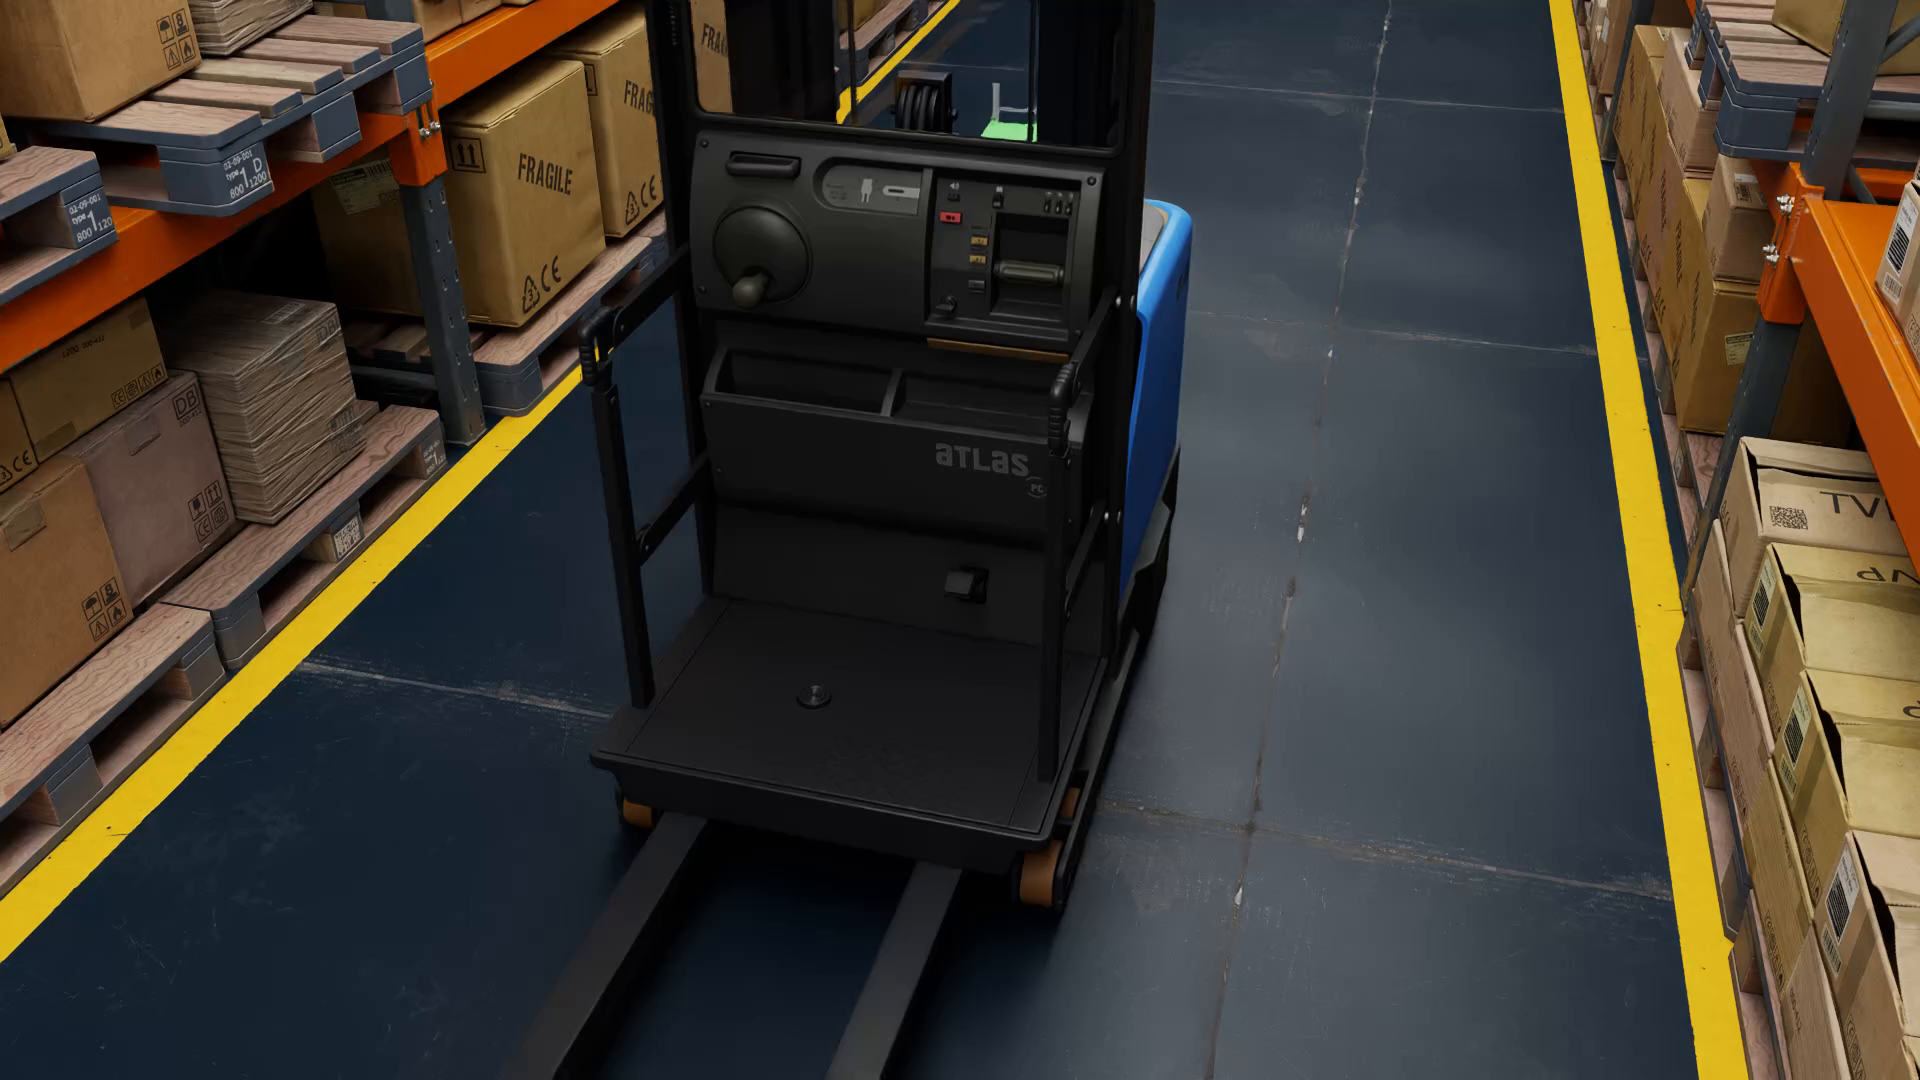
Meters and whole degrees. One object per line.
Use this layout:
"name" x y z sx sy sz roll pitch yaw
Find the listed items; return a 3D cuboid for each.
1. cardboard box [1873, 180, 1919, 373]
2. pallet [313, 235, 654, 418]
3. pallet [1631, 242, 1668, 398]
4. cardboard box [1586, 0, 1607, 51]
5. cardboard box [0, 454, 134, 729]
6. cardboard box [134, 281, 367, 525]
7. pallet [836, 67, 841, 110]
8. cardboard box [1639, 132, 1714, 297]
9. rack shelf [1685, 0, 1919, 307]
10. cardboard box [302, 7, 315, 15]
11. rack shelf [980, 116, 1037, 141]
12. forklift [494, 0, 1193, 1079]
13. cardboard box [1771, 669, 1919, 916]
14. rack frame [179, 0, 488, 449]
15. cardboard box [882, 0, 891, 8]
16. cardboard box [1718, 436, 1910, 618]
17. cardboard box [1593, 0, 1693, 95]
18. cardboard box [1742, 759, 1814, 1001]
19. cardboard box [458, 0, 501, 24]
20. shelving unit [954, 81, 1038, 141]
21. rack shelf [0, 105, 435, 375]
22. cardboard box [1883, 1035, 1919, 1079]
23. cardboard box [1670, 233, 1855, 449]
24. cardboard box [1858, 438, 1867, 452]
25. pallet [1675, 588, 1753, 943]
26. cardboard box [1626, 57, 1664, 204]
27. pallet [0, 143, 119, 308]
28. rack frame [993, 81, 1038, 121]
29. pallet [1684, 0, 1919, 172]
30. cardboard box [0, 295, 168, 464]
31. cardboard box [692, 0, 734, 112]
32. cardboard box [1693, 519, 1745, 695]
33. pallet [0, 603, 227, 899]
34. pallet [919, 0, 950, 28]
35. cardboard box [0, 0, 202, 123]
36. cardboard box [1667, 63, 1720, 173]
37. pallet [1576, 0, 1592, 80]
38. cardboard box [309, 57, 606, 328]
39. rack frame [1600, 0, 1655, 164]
"cardboard box" 2.218 -0.532 3.374 0.500 0.311 0.500 8 33 12
"pallet" -1.887 -0.902 6.473 1.003 0.211 1.213 8 33 12
"pallet" 3.170 -0.844 6.381 1.003 0.211 1.213 8 33 12
"cardboard box" 3.708 -2.858 9.046 0.500 0.311 0.500 8 33 12
"cardboard box" -2.634 0.083 4.243 0.700 0.500 0.500 8 33 12
"cardboard box" -2.292 -0.430 5.051 0.700 0.500 0.500 8 33 13
"pallet" -1.268 -2.168 8.464 1.003 0.211 1.213 8 33 12
"cardboard box" 2.901 -1.197 6.258 0.500 0.500 0.500 7 33 11
"rack shelf" 3.140 -1.742 5.865 1.077 0.370 4.000 8 33 12
"cardboard box" -2.325 -1.786 5.480 0.380 0.149 0.250 9 33 13
"rack shelf" 0.157 -1.166 5.190 0.258 0.148 0.480 9 33 13
"forklift" -0.208 -0.612 3.480 1.130 2.935 3.031 9 33 13
"cardboard box" 1.959 0.509 3.303 0.500 0.311 0.500 7 33 11
"rack frame" -2.160 -1.680 5.097 1.000 3.000 0.127 8 33 12
"cardboard box" -0.725 -3.513 9.918 0.700 0.500 0.500 8 33 12
"cardboard box" 2.215 -0.029 4.149 0.500 0.311 0.500 9 34 14
"cardboard box" 3.518 -2.548 8.383 0.500 0.500 0.500 8 33 12
"cardboard box" 1.963 0.739 3.463 0.500 0.250 0.500 7 33 11
"cardboard box" -1.780 -1.851 5.582 0.380 0.149 0.250 8 33 13
"shelving unit" 0.157 -0.814 5.413 0.258 1.200 0.503 9 33 13
"rack shelf" -2.668 -0.339 3.657 1.077 0.370 4.000 8 33 12
"cardboard box" 1.698 1.036 2.473 0.500 0.311 0.500 8 33 12
"cardboard box" 2.643 -0.656 5.405 0.500 0.500 0.500 9 34 14
"cardboard box" 3.024 -0.336 4.902 0.500 0.500 0.500 9 34 14
"pallet" 2.386 0.591 4.124 1.003 0.211 1.213 8 33 12
"cardboard box" 3.164 -1.718 7.076 0.500 0.500 0.500 8 33 13
"pallet" -2.623 -0.566 3.524 1.003 0.211 1.213 8 33 12
"rack frame" 0.223 -0.941 5.611 0.240 1.200 0.015 9 33 13
"pallet" 2.736 -1.288 4.659 1.213 0.211 1.003 8 33 12
"cardboard box" -2.498 -0.459 4.398 0.500 0.250 0.500 9 33 13
"cardboard box" -1.407 -2.209 7.542 0.750 0.750 0.750 9 34 14
"cardboard box" 2.215 0.207 4.300 0.500 0.250 0.500 8 33 12
"pallet" -2.671 0.533 4.215 1.003 0.211 1.213 8 33 12
"pallet" -0.569 -3.598 10.713 1.003 0.211 1.213 8 33 12
"cardboard box" -2.385 -1.369 4.104 0.700 0.500 0.500 5 33 8
"cardboard box" 2.908 -1.533 6.087 0.500 0.250 0.500 7 33 11
"pallet" 4.130 -2.898 9.612 1.003 0.211 1.213 8 33 12
"cardboard box" -1.847 -1.314 6.133 0.750 0.750 0.750 8 33 12
"rack frame" 3.647 -3.083 7.304 1.000 3.000 0.127 8 33 12
